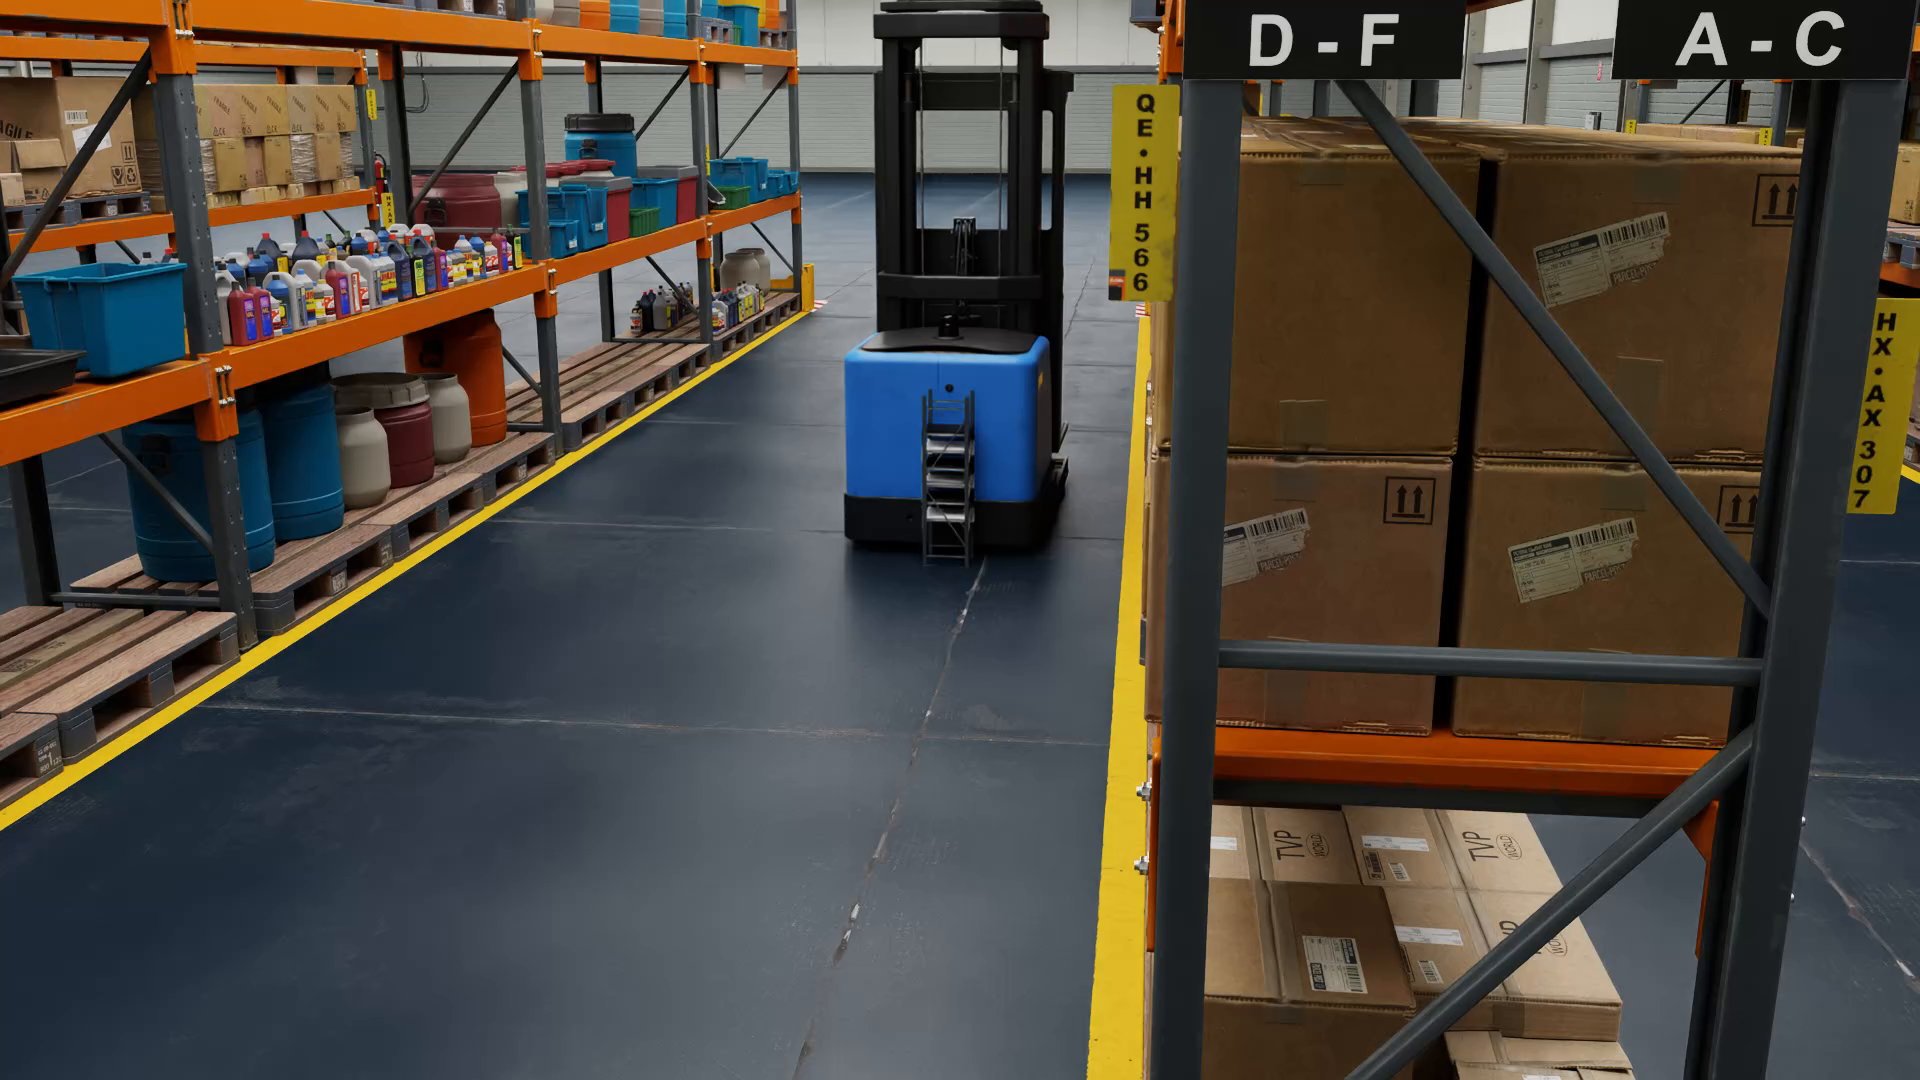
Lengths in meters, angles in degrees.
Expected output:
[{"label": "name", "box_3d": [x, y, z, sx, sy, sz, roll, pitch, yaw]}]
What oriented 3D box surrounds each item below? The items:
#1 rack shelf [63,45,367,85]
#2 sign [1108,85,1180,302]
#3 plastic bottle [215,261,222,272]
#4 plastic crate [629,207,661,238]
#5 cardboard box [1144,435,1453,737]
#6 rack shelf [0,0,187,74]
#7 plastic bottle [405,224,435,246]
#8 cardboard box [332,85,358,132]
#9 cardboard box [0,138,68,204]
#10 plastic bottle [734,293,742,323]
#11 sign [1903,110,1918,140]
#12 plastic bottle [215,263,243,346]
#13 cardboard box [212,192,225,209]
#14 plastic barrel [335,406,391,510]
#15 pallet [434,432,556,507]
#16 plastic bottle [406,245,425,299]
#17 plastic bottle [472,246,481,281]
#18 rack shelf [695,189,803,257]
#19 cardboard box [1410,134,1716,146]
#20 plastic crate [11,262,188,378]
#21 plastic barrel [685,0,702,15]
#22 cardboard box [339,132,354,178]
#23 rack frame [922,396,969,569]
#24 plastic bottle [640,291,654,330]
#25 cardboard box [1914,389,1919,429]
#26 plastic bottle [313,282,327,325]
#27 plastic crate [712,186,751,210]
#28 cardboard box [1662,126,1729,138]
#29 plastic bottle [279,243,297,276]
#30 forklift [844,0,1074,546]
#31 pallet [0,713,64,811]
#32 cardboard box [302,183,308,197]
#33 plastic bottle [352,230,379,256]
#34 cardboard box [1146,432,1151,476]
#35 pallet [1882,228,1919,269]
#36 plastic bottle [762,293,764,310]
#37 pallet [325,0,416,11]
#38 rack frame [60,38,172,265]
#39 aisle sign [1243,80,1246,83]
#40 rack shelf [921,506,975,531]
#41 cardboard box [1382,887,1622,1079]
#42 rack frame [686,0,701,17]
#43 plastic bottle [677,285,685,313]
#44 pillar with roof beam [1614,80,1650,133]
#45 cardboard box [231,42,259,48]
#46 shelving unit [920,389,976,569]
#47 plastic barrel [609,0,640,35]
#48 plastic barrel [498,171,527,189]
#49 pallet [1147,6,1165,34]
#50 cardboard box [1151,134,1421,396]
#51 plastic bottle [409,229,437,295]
[{"label": "rack shelf", "box_3d": [-7.432, -4.821, 16.875, 1.077, 0.370, 4.000, 2, 15, 6]}, {"label": "sign", "box_3d": [0.281, -0.529, 2.549, 0.100, 0.325, 0.005, 2, 15, 6]}, {"label": "plastic bottle", "box_3d": [-3.692, -1.257, 8.310, 0.097, 0.271, 0.097, 0, 15, 0]}, {"label": "plastic crate", "box_3d": [-2.653, -2.493, 13.041, 0.450, 0.188, 0.662, 2, 15, 6]}, {"label": "cardboard box", "box_3d": [0.611, 0.031, 3.108, 0.500, 0.500, 0.500, 2, 15, 8]}, {"label": "rack shelf", "box_3d": [-3.865, -1.562, 4.825, 1.077, 0.370, 4.000, 2, 15, 6]}, {"label": "plastic bottle", "box_3d": [-3.407, -1.851, 10.498, 0.152, 0.276, 0.135, 2, 15, 6]}, {"label": "cardboard box", "box_3d": [-7.023, -4.763, 18.354, 0.500, 0.500, 0.500, 2, 15, 6]}, {"label": "cardboard box", "box_3d": [-7.762, -3.001, 13.513, 0.797, 0.503, 0.637, 3, 15, 12]}, {"label": "plastic bottle", "box_3d": [-2.152, -2.244, 16.076, 0.061, 0.283, 0.133, 2, 15, 9]}, {"label": "sign", "box_3d": [7.659, -3.307, 13.427, 0.100, 0.325, 0.005, 2, 15, 6]}, {"label": "plastic bottle", "box_3d": [-3.273, -1.049, 7.389, 0.144, 0.351, 0.185, 2, 15, 6]}, {"label": "cardboard box", "box_3d": [-7.293, -3.257, 15.942, 0.380, 0.149, 0.250, 2, 15, 6]}, {"label": "plastic barrel", "box_3d": [-3.329, -0.450, 9.042, 0.421, 0.512, 0.421, 0, 15, 0]}, {"label": "pallet", "box_3d": [-3.236, -0.466, 10.481, 1.003, 0.211, 1.213, 2, 15, 6]}, {"label": "plastic bottle", "box_3d": [-2.975, -1.465, 9.057, 0.061, 0.283, 0.133, 2, 15, 6]}, {"label": "plastic bottle", "box_3d": [-2.900, -1.639, 9.859, 0.097, 0.201, 0.097, 0, 15, 0]}, {"label": "rack shelf", "box_3d": [-2.511, -3.227, 16.727, 1.077, 0.370, 4.000, 2, 15, 6]}, {"label": "cardboard box", "box_3d": [1.194, -0.570, 3.417, 0.500, 0.500, 0.500, 2, 15, 7]}, {"label": "plastic crate", "box_3d": [-3.353, -0.871, 6.551, 0.392, 0.384, 0.575, 2, 15, 6]}, {"label": "plastic barrel", "box_3d": [-2.493, -4.866, 14.645, 0.421, 0.512, 0.421, 0, 15, 0]}, {"label": "cardboard box", "box_3d": [-7.296, -4.289, 18.514, 0.875, 0.500, 0.500, 2, 15, 6]}, {"label": "rack frame", "box_3d": [-0.074, -0.290, 8.512, 0.240, 0.900, 0.006, 2, 15, 7]}, {"label": "plastic bottle", "box_3d": [-2.950, -2.164, 15.652, 0.144, 0.351, 0.185, 1, 15, 5]}, {"label": "cardboard box", "box_3d": [6.685, -0.920, 10.764, 0.700, 0.500, 0.500, 2, 15, 7]}, {"label": "plastic bottle", "box_3d": [-3.116, -1.143, 8.022, 0.097, 0.201, 0.097, 0, 15, 0]}, {"label": "plastic crate", "box_3d": [-2.303, -3.297, 16.014, 0.450, 0.188, 0.662, 2, 15, 6]}, {"label": "cardboard box", "box_3d": [7.076, -3.724, 15.998, 0.500, 0.500, 0.500, 1, 15, 4]}, {"label": "plastic bottle", "box_3d": [-3.715, -1.496, 9.184, 0.152, 0.276, 0.135, 2, 15, 6]}, {"label": "forklift", "box_3d": [0.088, -1.719, 9.906, 1.130, 2.935, 3.031, 2, 15, 7]}, {"label": "pallet", "box_3d": [-3.819, 0.875, 5.522, 1.003, 0.211, 1.213, 2, 15, 6]}, {"label": "cardboard box", "box_3d": [-7.159, -3.713, 17.627, 0.380, 0.149, 0.250, 2, 15, 6]}, {"label": "plastic bottle", "box_3d": [-3.610, -1.735, 10.071, 0.152, 0.276, 0.135, 2, 15, 6]}, {"label": "cardboard box", "box_3d": [1.174, -0.234, 8.226, 0.500, 0.500, 0.500, 2, 15, 7]}, {"label": "pallet", "box_3d": [6.630, -1.821, 10.519, 1.213, 0.211, 1.003, 2, 15, 6]}, {"label": "plastic bottle", "box_3d": [-2.057, -2.465, 17.050, 0.097, 0.201, 0.097, 0, 15, 0]}, {"label": "pallet", "box_3d": [-3.523, -2.838, 8.525, 1.003, 0.211, 1.213, 2, 15, 6]}, {"label": "rack frame", "box_3d": [-7.658, -3.201, 15.254, 1.000, 3.000, 0.127, 2, 15, 6]}, {"label": "aisle sign", "box_3d": [2.935, -5.209, 17.700, 0.394, 0.787, 0.004, 2, 15, 6]}, {"label": "rack shelf", "box_3d": [-0.060, -0.111, 8.665, 0.258, 0.077, 0.200, 2, 15, 7]}, {"label": "cardboard box", "box_3d": [1.230, 1.056, 3.933, 0.500, 0.250, 0.500, 2, 15, 6]}, {"label": "rack frame", "box_3d": [-2.737, -5.951, 13.932, 1.000, 3.000, 0.127, 2, 15, 6]}, {"label": "plastic bottle", "box_3d": [-2.838, -2.438, 16.816, 0.097, 0.271, 0.097, 0, 15, 0]}, {"label": "pillar with roof beam", "box_3d": [4.738, -8.173, 22.147, 9.100, 9.000, 0.400, 2, 15, 6]}, {"label": "cardboard box", "box_3d": [-7.232, -4.952, 16.269, 0.500, 0.250, 0.500, 1, 15, 4]}, {"label": "shelving unit", "box_3d": [-0.060, -0.317, 8.609, 0.258, 0.900, 0.210, 2, 15, 7]}, {"label": "plastic barrel", "box_3d": [-2.726, -4.268, 12.492, 0.600, 0.901, 0.708, 2, 15, 6]}, {"label": "plastic barrel", "box_3d": [-3.237, -2.454, 12.277, 0.421, 0.512, 0.421, 0, 15, 0]}, {"label": "pallet", "box_3d": [1.844, -3.697, 11.702, 1.003, 0.211, 1.213, 2, 15, 9]}, {"label": "cardboard box", "box_3d": [0.664, -0.582, 3.459, 0.500, 0.500, 0.500, 2, 15, 8]}, {"label": "plastic bottle", "box_3d": [-2.998, -1.540, 9.206, 0.144, 0.351, 0.185, 2, 15, 6]}]
